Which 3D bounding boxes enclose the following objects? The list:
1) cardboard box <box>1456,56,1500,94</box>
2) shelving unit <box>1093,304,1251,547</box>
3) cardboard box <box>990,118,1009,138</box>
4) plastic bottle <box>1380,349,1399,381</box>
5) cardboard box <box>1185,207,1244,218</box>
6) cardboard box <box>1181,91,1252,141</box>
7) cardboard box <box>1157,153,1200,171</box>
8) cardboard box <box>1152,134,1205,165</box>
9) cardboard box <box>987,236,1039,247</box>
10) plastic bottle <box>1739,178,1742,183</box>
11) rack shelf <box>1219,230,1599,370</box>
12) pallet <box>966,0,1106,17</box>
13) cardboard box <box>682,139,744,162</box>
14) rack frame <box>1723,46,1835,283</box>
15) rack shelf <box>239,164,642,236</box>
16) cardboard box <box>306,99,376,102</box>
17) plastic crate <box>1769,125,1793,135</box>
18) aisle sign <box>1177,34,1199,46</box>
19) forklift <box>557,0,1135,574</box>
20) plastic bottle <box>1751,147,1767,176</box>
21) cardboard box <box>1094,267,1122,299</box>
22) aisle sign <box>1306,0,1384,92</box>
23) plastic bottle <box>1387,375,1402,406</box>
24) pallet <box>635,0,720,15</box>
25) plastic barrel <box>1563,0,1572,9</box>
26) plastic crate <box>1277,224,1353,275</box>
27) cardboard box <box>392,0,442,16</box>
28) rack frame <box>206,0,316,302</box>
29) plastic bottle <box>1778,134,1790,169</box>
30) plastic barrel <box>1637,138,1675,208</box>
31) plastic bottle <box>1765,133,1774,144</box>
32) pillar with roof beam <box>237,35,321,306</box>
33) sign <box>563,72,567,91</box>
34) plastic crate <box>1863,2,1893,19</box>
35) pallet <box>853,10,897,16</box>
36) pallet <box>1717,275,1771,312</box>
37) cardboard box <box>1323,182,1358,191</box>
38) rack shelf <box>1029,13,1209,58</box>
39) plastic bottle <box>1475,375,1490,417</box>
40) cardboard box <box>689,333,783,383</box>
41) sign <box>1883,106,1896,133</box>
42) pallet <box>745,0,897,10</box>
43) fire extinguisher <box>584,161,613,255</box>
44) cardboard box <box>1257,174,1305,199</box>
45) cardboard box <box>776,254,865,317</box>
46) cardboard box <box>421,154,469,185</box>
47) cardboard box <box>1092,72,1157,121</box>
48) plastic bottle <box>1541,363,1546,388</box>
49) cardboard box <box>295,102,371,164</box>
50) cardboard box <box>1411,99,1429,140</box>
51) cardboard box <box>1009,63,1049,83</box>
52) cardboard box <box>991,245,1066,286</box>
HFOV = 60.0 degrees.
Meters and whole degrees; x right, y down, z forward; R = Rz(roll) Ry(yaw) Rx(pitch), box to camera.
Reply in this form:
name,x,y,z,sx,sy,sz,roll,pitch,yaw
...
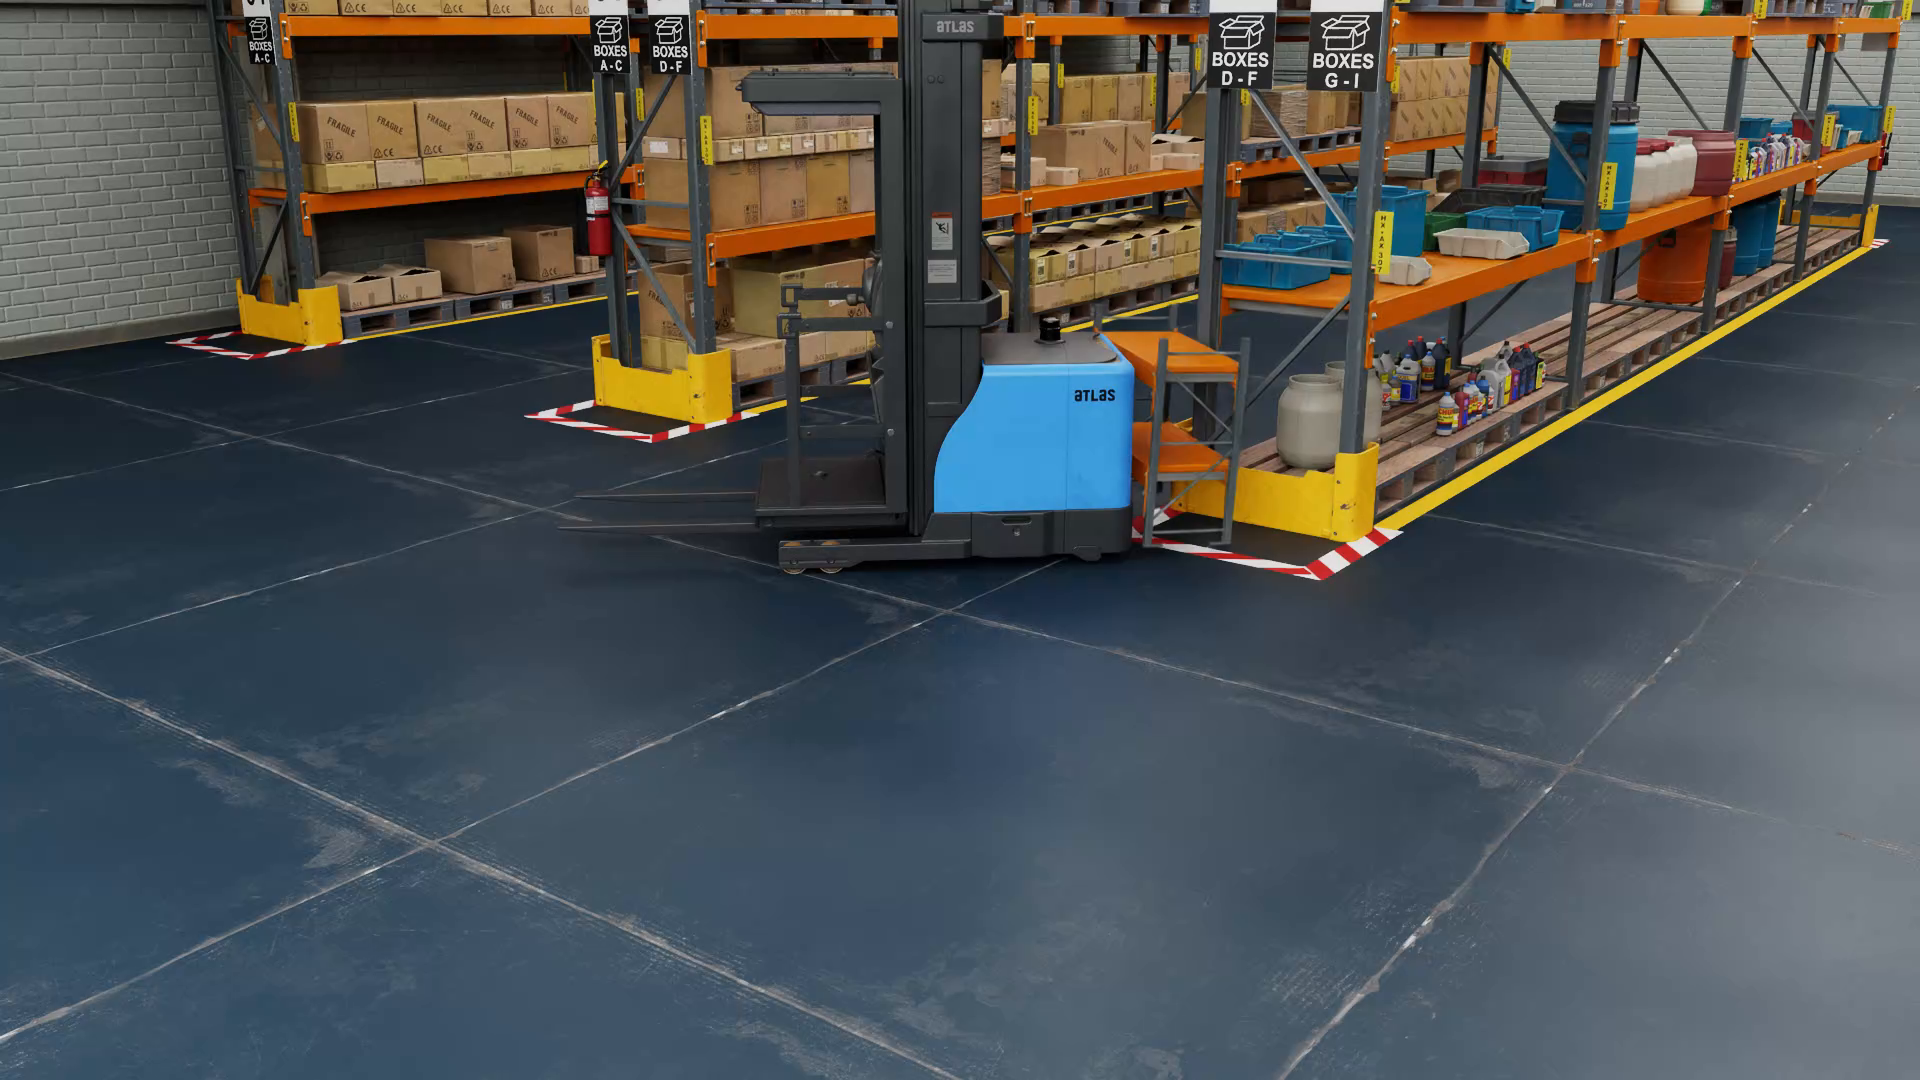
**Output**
name,x,y,z,sx,sy,sz,roll,pitch,yaw
cardboard box,7.297,-6.588,23.545,0.500,0.500,0.500,12,21,34
shelving unit,1.117,-0.663,9.254,0.538,1.125,1.048,-2,18,-15
cardboard box,0.202,-3.614,14.561,0.380,0.149,0.250,12,21,35
plastic bottle,2.988,-1.163,11.655,0.144,0.351,0.185,12,21,34
cardboard box,2.944,-3.592,19.227,0.500,0.500,0.500,13,22,37
cardboard box,2.860,-4.730,18.541,0.700,0.500,0.500,5,18,16
cardboard box,2.261,-3.929,17.261,0.380,0.149,0.250,12,21,35
cardboard box,2.323,-4.190,17.830,0.500,0.311,0.500,14,22,38
cardboard box,0.508,-2.786,16.141,0.500,0.311,0.500,13,22,36
plastic bottle,7.344,-3.532,15.770,0.152,0.276,0.135,12,21,35
rack shelf,2.976,-1.663,10.754,1.077,0.370,4.000,12,21,35
pallet,0.707,-4.913,15.270,0.805,0.209,1.217,11,21,33
cardboard box,-1.785,-2.819,12.002,0.380,0.149,0.250,12,21,34
rack frame,8.934,-4.388,18.317,1.000,3.000,0.127,12,21,35
rack shelf,-4.981,-3.414,16.391,1.077,0.370,4.000,12,21,35
cardboard box,-5.754,-3.845,15.522,0.500,0.500,0.500,13,21,35
plastic crate,9.943,-4.904,20.159,0.416,0.233,0.300,12,21,35
aisle sign,3.645,-8.297,26.521,0.394,0.787,0.004,12,21,35
forklift,-0.628,-1.385,8.760,3.031,2.935,1.130,-1,17,-4
plastic bottle,7.895,-3.753,16.479,0.152,0.276,0.135,12,21,35
cardboard box,1.243,-2.544,16.307,0.500,0.250,0.500,12,21,33
aisle sign,1.977,-2.703,8.506,0.394,0.787,0.004,12,21,35
plastic bottle,3.000,-1.036,11.499,0.097,0.201,0.097,0,17,0
pallet,-3.336,-5.705,17.814,1.213,0.211,1.003,12,21,35
plastic barrel,4.296,-4.314,12.175,0.600,0.901,0.708,12,21,35
plastic crate,2.234,-1.785,10.184,0.499,0.251,0.408,12,21,35
cardboard box,-5.117,-5.052,15.194,0.500,0.500,0.500,14,22,37
rack frame,-6.172,-3.281,14.751,1.000,3.000,0.127,12,21,35
plastic bottle,8.539,-4.044,17.291,0.144,0.351,0.185,12,21,35
plastic barrel,5.609,-3.015,13.665,0.433,0.535,0.433,0,17,0
plastic bottle,8.423,-4.069,17.373,0.144,0.351,0.185,12,21,35
pillar with roof beam,-2.993,-5.705,12.440,9.100,9.000,0.400,12,21,35
sign,-4.237,-4.884,17.960,0.100,0.325,0.005,12,21,35
plastic crate,10.959,-6.387,20.052,0.450,0.188,0.336,12,21,35
pallet,-1.065,-6.691,20.994,1.213,0.211,1.003,14,22,37
pallet,7.714,-2.588,17.223,1.003,0.211,1.213,12,21,35
cardboard box,5.070,-4.467,22.042,0.500,0.500,0.500,12,21,35
rack shelf,1.383,-4.924,16.198,1.077,0.370,4.000,12,21,35
plastic bottle,3.499,-0.968,11.161,0.097,0.271,0.097,0,17,0
cardboard box,-1.694,-1.382,12.565,0.500,0.250,0.500,12,21,35
sign,11.769,-5.326,21.060,0.100,0.325,0.005,12,21,35
pallet,-1.023,-4.252,12.970,1.003,0.211,1.213,12,21,35
fire extinguisher,-2.635,-2.423,12.120,0.296,0.674,0.183,12,21,35
cardboard box,3.879,-4.329,20.333,0.500,0.250,0.500,12,21,35
cardboard box,-1.110,-1.981,13.229,0.500,0.500,0.500,12,21,35
cardboard box,-5.020,-3.525,15.757,0.500,0.250,0.500,12,21,34
cardboard box,2.641,-6.936,26.017,0.980,0.700,0.700,12,21,34
plastic bottle,4.202,-1.215,12.075,0.097,0.201,0.097,0,17,0
cardboard box,-5.646,-3.637,14.854,0.500,0.500,0.500,12,21,35
cardboard box,5.783,-5.508,21.754,0.500,0.500,0.500,13,21,36
cardboard box,0.905,-6.540,23.277,0.500,0.250,0.500,13,22,36
cardboard box,0.638,-2.569,15.440,0.500,0.311,0.500,13,21,35
